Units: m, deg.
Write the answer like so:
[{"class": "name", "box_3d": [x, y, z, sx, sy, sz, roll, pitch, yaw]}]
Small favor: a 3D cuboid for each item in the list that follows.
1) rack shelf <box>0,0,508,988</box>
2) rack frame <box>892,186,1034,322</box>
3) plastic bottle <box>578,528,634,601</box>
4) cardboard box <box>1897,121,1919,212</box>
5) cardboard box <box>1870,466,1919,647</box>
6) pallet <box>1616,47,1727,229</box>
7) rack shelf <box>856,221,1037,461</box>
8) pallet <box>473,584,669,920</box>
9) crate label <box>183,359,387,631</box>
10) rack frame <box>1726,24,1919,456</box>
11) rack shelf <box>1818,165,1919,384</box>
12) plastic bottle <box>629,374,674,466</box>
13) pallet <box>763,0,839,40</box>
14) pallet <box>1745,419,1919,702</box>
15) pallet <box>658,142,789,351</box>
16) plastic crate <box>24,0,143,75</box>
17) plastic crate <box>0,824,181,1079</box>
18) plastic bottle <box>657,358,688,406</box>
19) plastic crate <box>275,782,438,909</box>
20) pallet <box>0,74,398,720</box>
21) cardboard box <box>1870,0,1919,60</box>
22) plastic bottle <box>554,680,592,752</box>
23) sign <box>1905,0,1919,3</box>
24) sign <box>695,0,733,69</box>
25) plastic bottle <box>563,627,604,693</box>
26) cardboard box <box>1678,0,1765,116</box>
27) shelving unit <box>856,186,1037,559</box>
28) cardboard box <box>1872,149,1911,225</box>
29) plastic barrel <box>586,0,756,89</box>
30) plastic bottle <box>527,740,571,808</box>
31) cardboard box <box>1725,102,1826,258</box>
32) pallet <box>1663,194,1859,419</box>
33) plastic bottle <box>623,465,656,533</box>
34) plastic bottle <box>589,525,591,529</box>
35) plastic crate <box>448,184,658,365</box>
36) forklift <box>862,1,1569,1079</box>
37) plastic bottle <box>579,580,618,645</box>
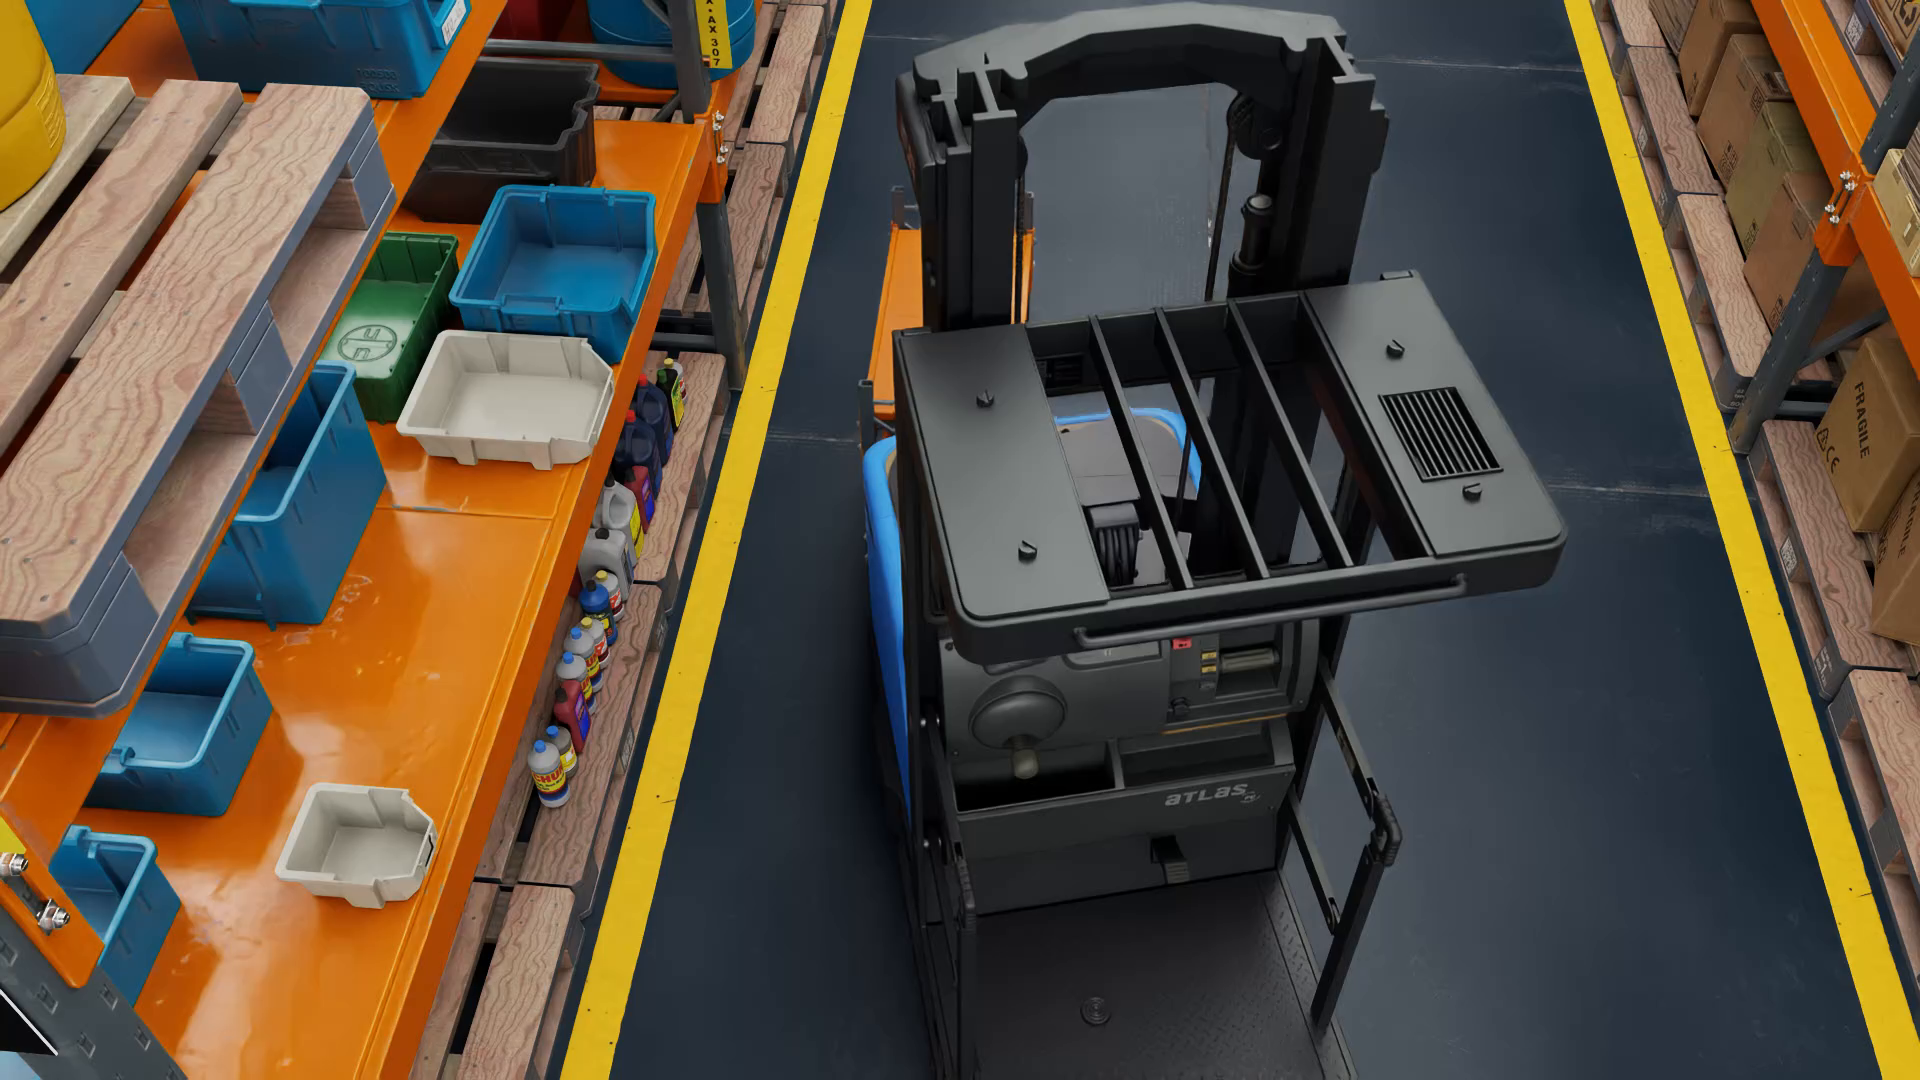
[{"class": "rack shelf", "box_3d": [-1.564, -0.992, 3.580, 1.077, 0.370, 4.000, 4, 48, 4]}, {"class": "rack frame", "box_3d": [0.010, -0.844, 6.260, 0.500, 1.125, 0.032, 3, 48, 3]}, {"class": "plastic bottle", "box_3d": [-1.219, 0.068, 5.702, 0.152, 0.276, 0.135, 5, 48, 4]}, {"class": "cardboard box", "box_3d": [3.448, -1.167, 5.015, 0.875, 0.500, 0.500, 4, 48, 4]}, {"class": "cardboard box", "box_3d": [3.430, 0.055, 5.576, 0.500, 0.500, 0.500, 18, 50, 16]}, {"class": "pallet", "box_3d": [3.729, -1.889, 7.835, 1.003, 0.211, 1.213, 4, 48, 4]}, {"class": "rack shelf", "box_3d": [-0.028, -0.668, 5.702, 0.538, 0.278, 1.000, 3, 48, 3]}, {"class": "pallet", "box_3d": [-1.593, 0.638, 5.523, 1.003, 0.211, 1.213, 4, 48, 4]}, {"class": "crate label", "box_3d": [-1.848, -0.136, 4.317, 0.502, 0.435, 0.616, 4, 48, 4]}, {"class": "rack frame", "box_3d": [3.551, -1.359, 5.461, 1.000, 3.000, 0.127, 4, 48, 4]}, {"class": "rack shelf", "box_3d": [3.369, 0.353, 4.382, 1.077, 0.370, 4.000, 4, 48, 4]}, {"class": "plastic bottle", "box_3d": [-1.153, -0.454, 6.130, 0.144, 0.351, 0.185, 3, 48, 2]}, {"class": "pallet", "box_3d": [-1.126, -3.124, 8.964, 1.003, 0.211, 1.213, 4, 48, 4]}, {"class": "pallet", "box_3d": [3.525, 0.078, 6.036, 1.003, 0.211, 1.213, 4, 48, 4]}, {"class": "pallet", "box_3d": [-1.349, -1.331, 7.324, 1.003, 0.211, 1.213, 4, 48, 4]}, {"class": "plastic crate", "box_3d": [-1.872, -1.182, 3.276, 0.392, 0.384, 0.575, 4, 48, 4]}, {"class": "plastic crate", "box_3d": [-1.998, 0.909, 3.486, 0.499, 0.251, 0.616, 4, 48, 4]}, {"class": "plastic bottle", "box_3d": [-1.104, -0.609, 6.372, 0.097, 0.201, 0.097, 0, 48, 0]}, {"class": "plastic crate", "box_3d": [-1.344, 0.700, 3.756, 0.298, 0.136, 0.250, 4, 48, 4]}, {"class": "pallet", "box_3d": [-1.573, -0.303, 2.590, 1.003, 0.211, 1.213, 4, 48, 4]}, {"class": "cardboard box", "box_3d": [3.763, -2.278, 5.610, 1.000, 1.000, 1.000, 4, 48, 4]}, {"class": "plastic bottle", "box_3d": [-1.232, 0.539, 5.267, 0.061, 0.283, 0.133, 5, 48, 4]}, {"class": "sign", "box_3d": [2.998, -1.785, 5.065, 0.100, 0.325, 0.005, 4, 48, 4]}, {"class": "sign", "box_3d": [-0.835, -1.741, 5.622, 0.100, 0.325, 0.005, 4, 48, 4]}, {"class": "plastic bottle", "box_3d": [-1.230, 0.382, 5.418, 0.097, 0.271, 0.097, 0, 48, 0]}, {"class": "cardboard box", "box_3d": [3.792, -2.284, 7.702, 0.700, 0.500, 0.500, 7, 48, 7]}, {"class": "shelving unit", "box_3d": [-0.028, -0.470, 5.918, 0.538, 1.125, 1.048, 3, 48, 3]}, {"class": "cardboard box", "box_3d": [3.232, -1.137, 5.427, 0.380, 0.149, 0.250, 4, 48, 4]}, {"class": "plastic barrel", "box_3d": [-1.045, -2.125, 5.821, 0.600, 0.901, 0.708, 4, 48, 4]}, {"class": "plastic bottle", "box_3d": [-1.270, 0.708, 5.121, 0.097, 0.271, 0.097, 0, 48, 0]}, {"class": "cardboard box", "box_3d": [3.690, -1.463, 6.951, 0.700, 0.500, 0.500, 4, 48, 3]}, {"class": "pallet", "box_3d": [3.620, -0.990, 7.013, 1.003, 0.211, 1.213, 4, 48, 4]}, {"class": "plastic bottle", "box_3d": [-1.144, -0.168, 5.914, 0.061, 0.283, 0.133, 7, 48, 6]}, {"class": "plastic bottle", "box_3d": [-1.305, -0.041, 5.798, 0.061, 0.283, 0.133, 4, 48, 4]}, {"class": "plastic crate", "box_3d": [-1.212, -0.811, 5.060, 0.499, 0.251, 0.616, 4, 48, 4]}, {"class": "forklift", "box_3d": [0.453, 0.434, 3.866, 1.130, 2.935, 3.031, -8, 48, -7]}, {"class": "plastic bottle", "box_3d": [-1.212, 0.234, 5.554, 0.097, 0.271, 0.097, 0, 48, 0]}]
